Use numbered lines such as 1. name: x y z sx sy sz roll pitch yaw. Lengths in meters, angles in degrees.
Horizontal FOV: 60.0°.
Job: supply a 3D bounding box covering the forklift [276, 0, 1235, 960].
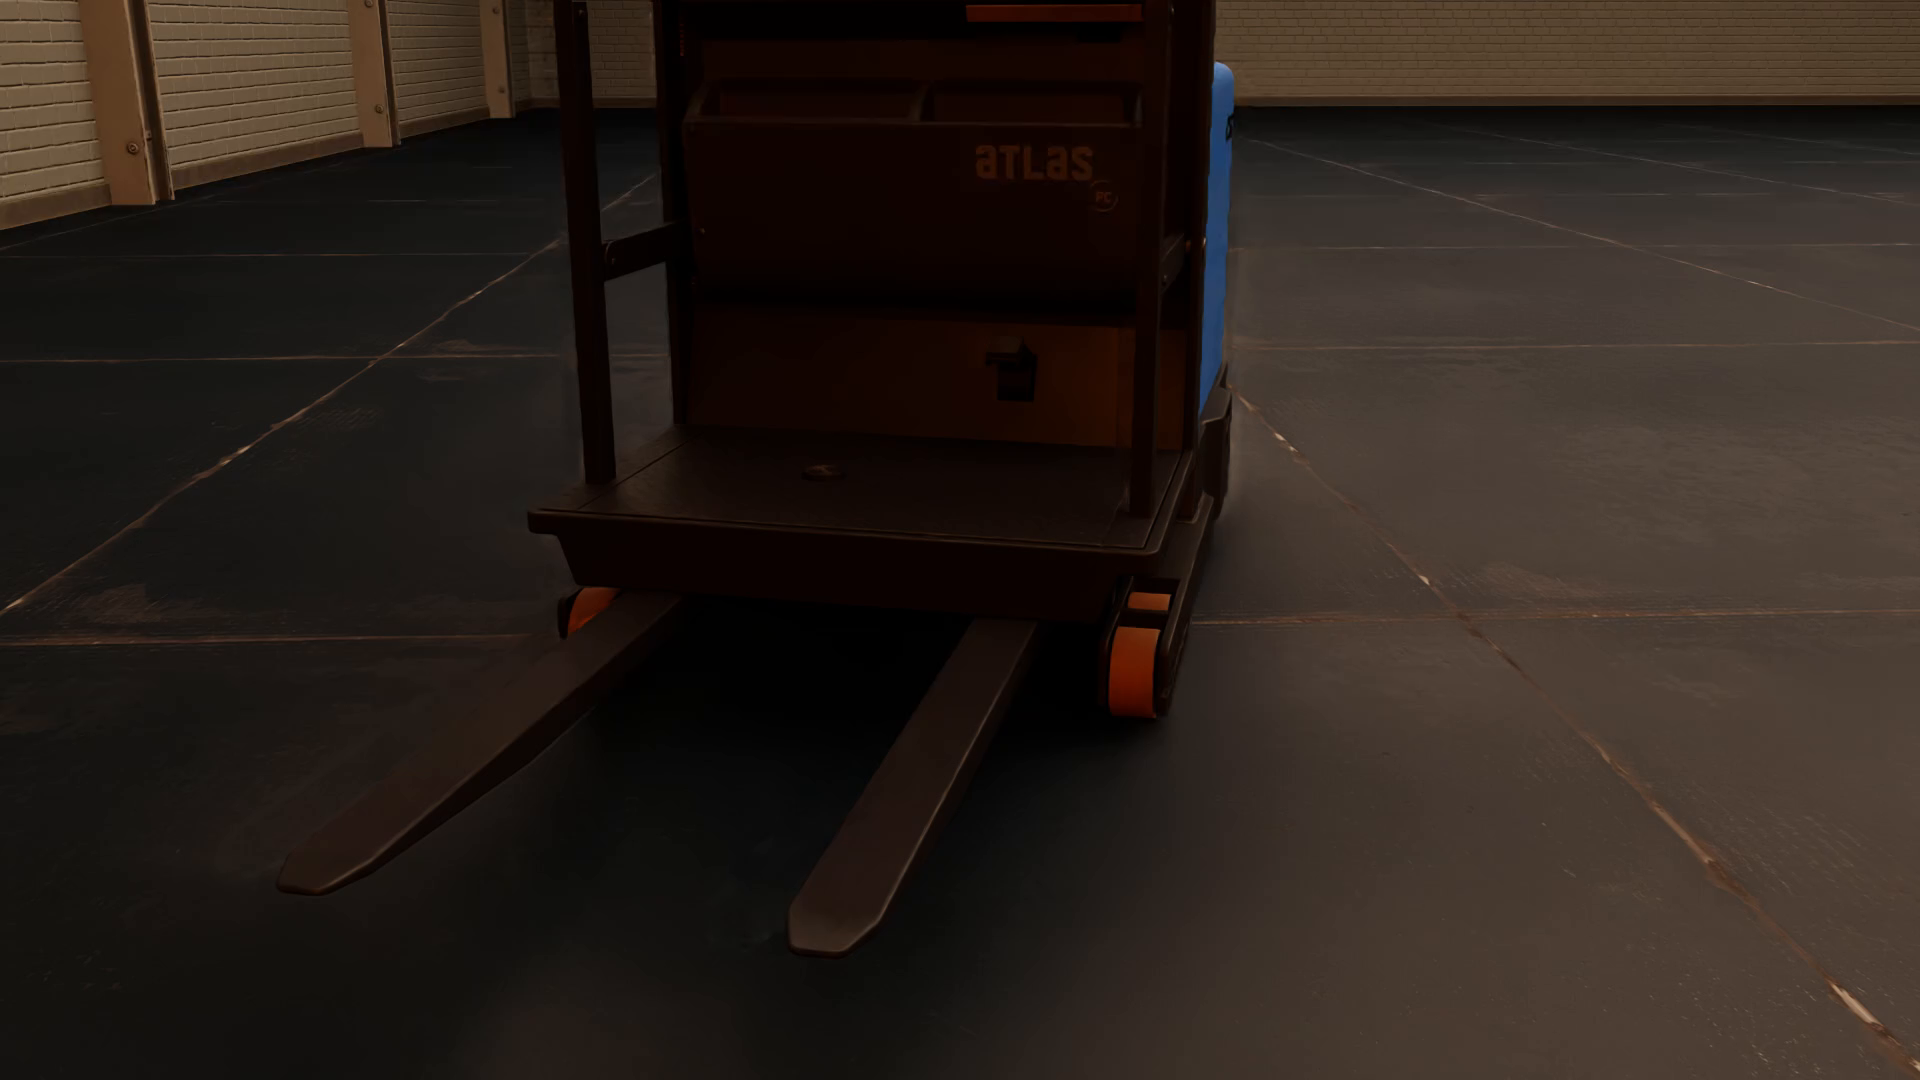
1. forklift: -0.116 -1.208 2.855 1.130 2.935 3.031 4 17 12
